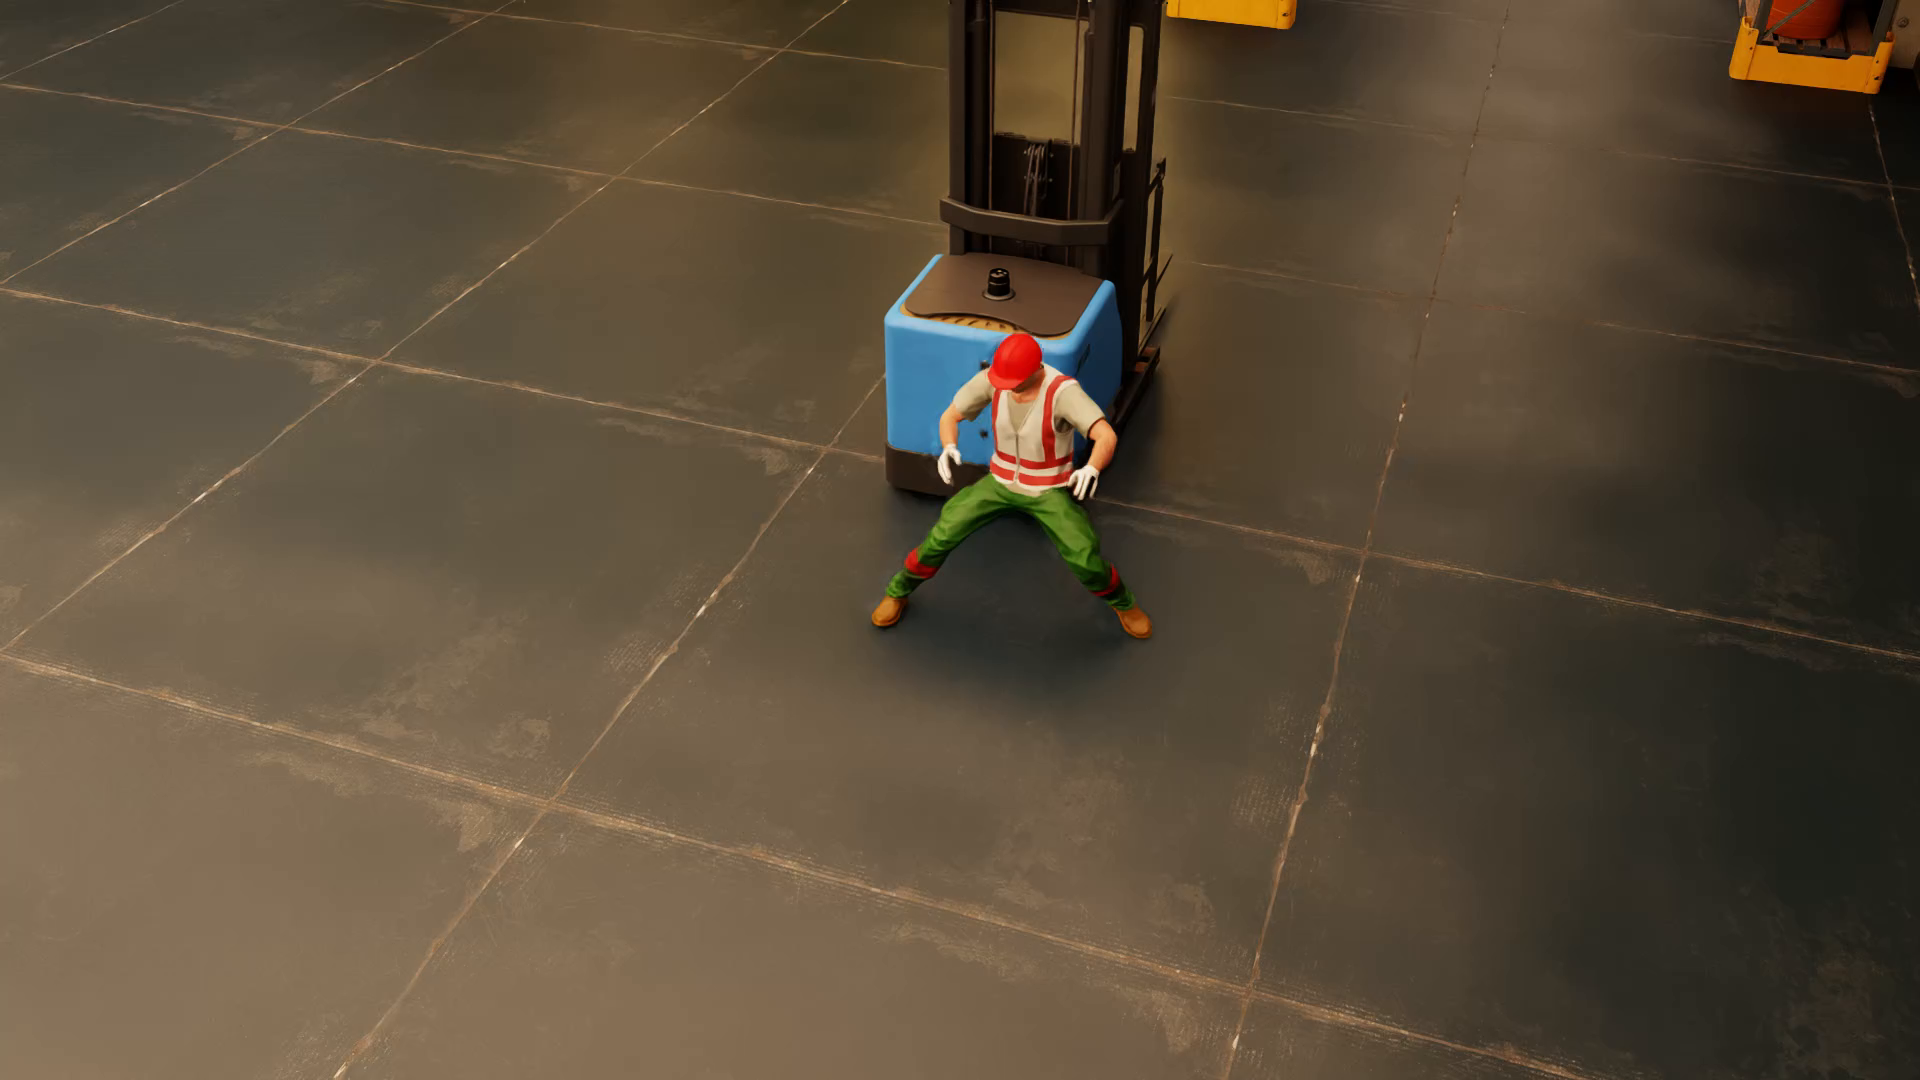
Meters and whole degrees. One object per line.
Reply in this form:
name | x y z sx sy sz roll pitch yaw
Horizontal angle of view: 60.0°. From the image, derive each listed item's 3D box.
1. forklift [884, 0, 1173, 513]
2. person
forklift | 0.572 -2.162 9.160 1.130 2.935 3.031 12 37 16
person | 0.259 -0.219 7.613 1.266 1.540 0.729 17 39 23
